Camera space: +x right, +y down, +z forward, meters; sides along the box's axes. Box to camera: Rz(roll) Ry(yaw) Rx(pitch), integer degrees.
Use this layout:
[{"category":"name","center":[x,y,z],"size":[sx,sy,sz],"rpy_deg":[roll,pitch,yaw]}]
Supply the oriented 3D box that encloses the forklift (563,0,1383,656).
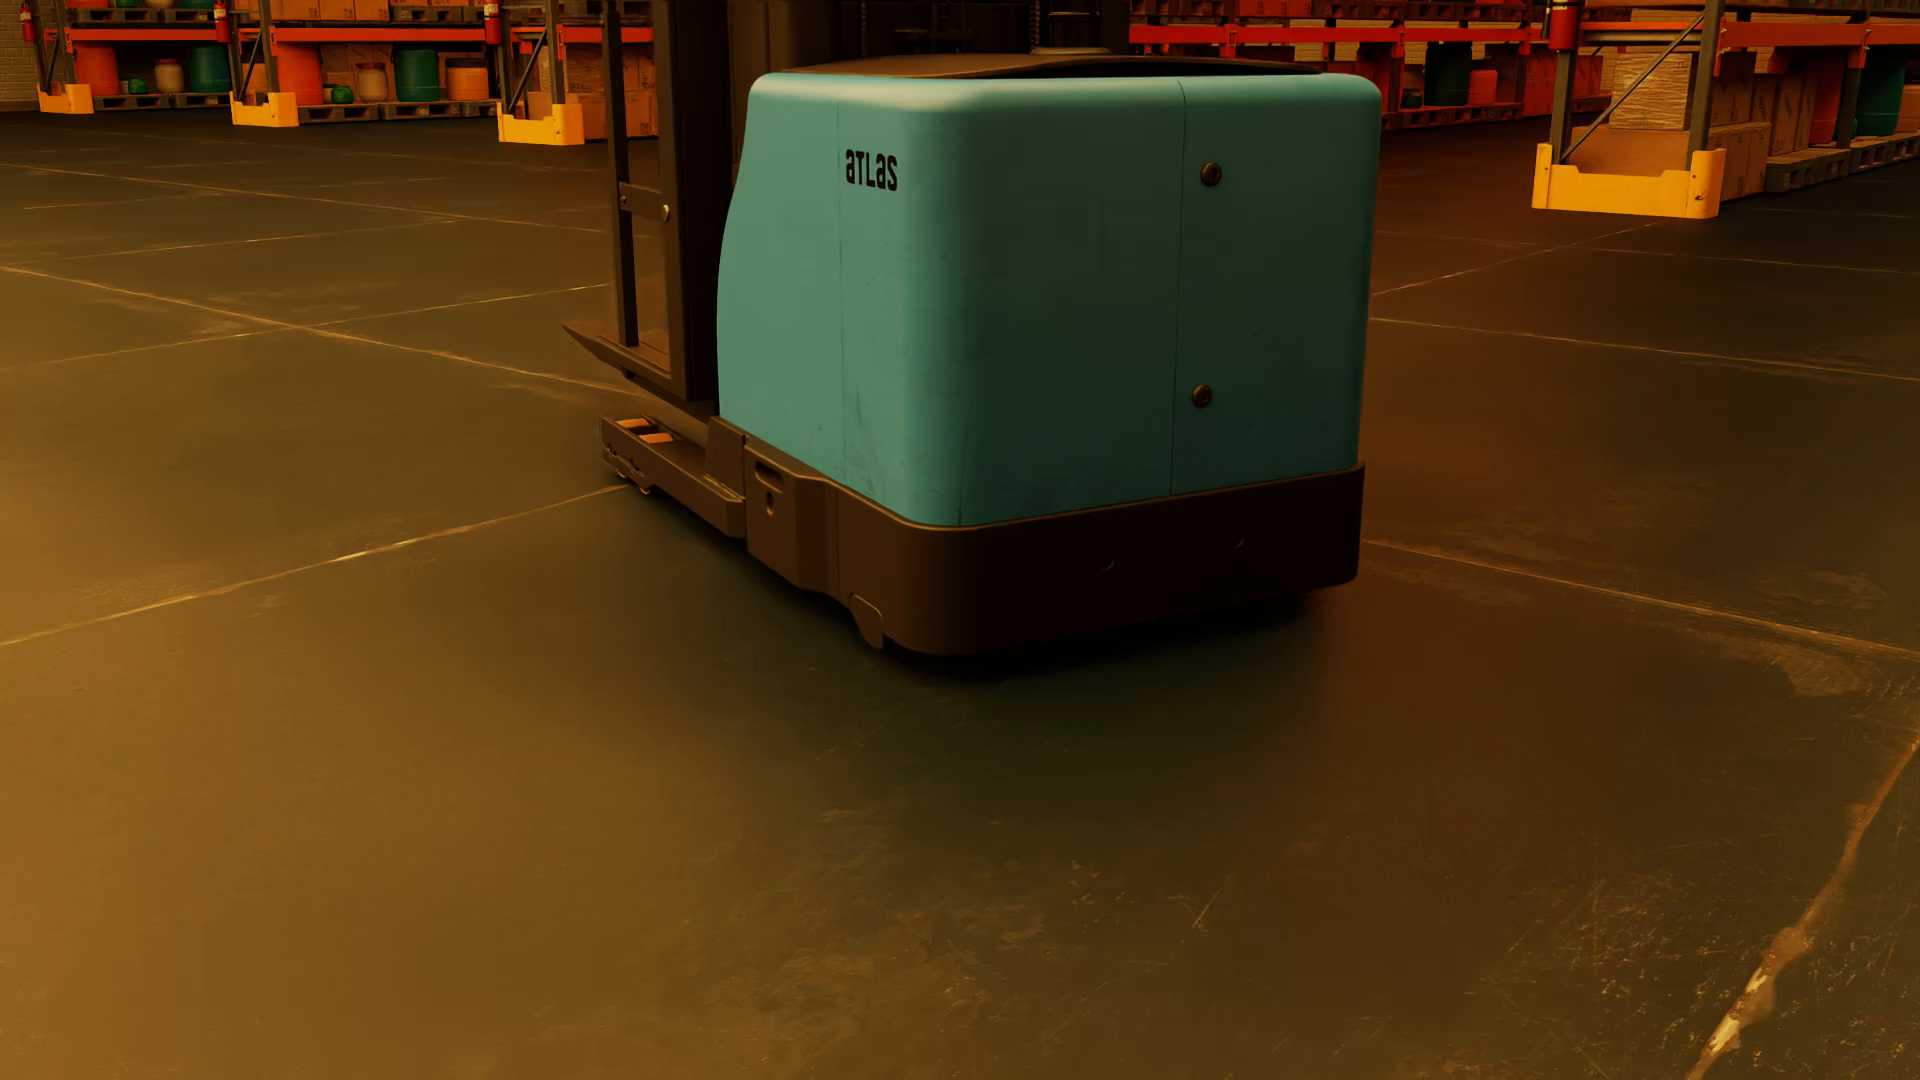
[{"category":"forklift","center":[-0.312,-1.572,4.073],"size":[1.130,2.935,3.031],"rpy_deg":[-9,19,-27]}]
